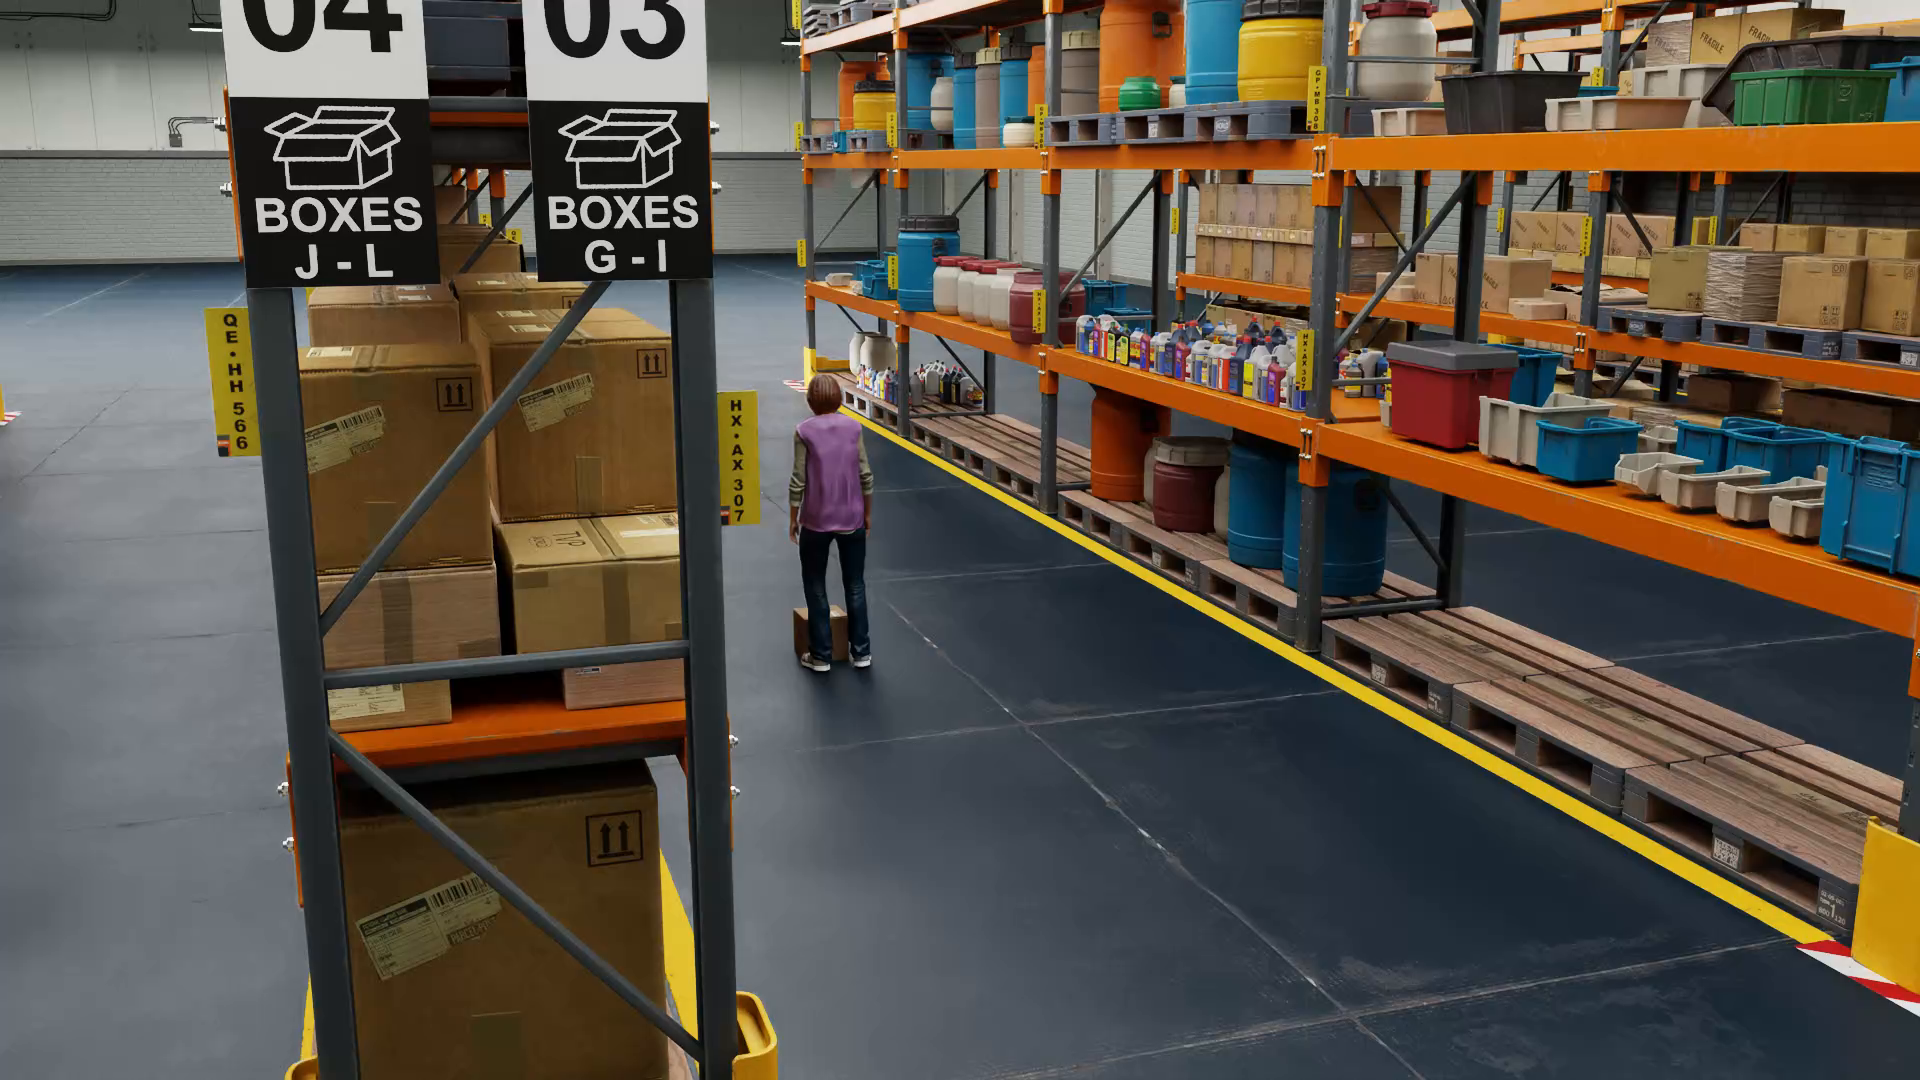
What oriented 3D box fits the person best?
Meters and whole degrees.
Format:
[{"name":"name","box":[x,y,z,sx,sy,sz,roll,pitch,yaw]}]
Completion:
[{"name":"person","box":[-0.686,-0.086,8.879,0.462,1.594,0.344,-4,13,-18]}]
